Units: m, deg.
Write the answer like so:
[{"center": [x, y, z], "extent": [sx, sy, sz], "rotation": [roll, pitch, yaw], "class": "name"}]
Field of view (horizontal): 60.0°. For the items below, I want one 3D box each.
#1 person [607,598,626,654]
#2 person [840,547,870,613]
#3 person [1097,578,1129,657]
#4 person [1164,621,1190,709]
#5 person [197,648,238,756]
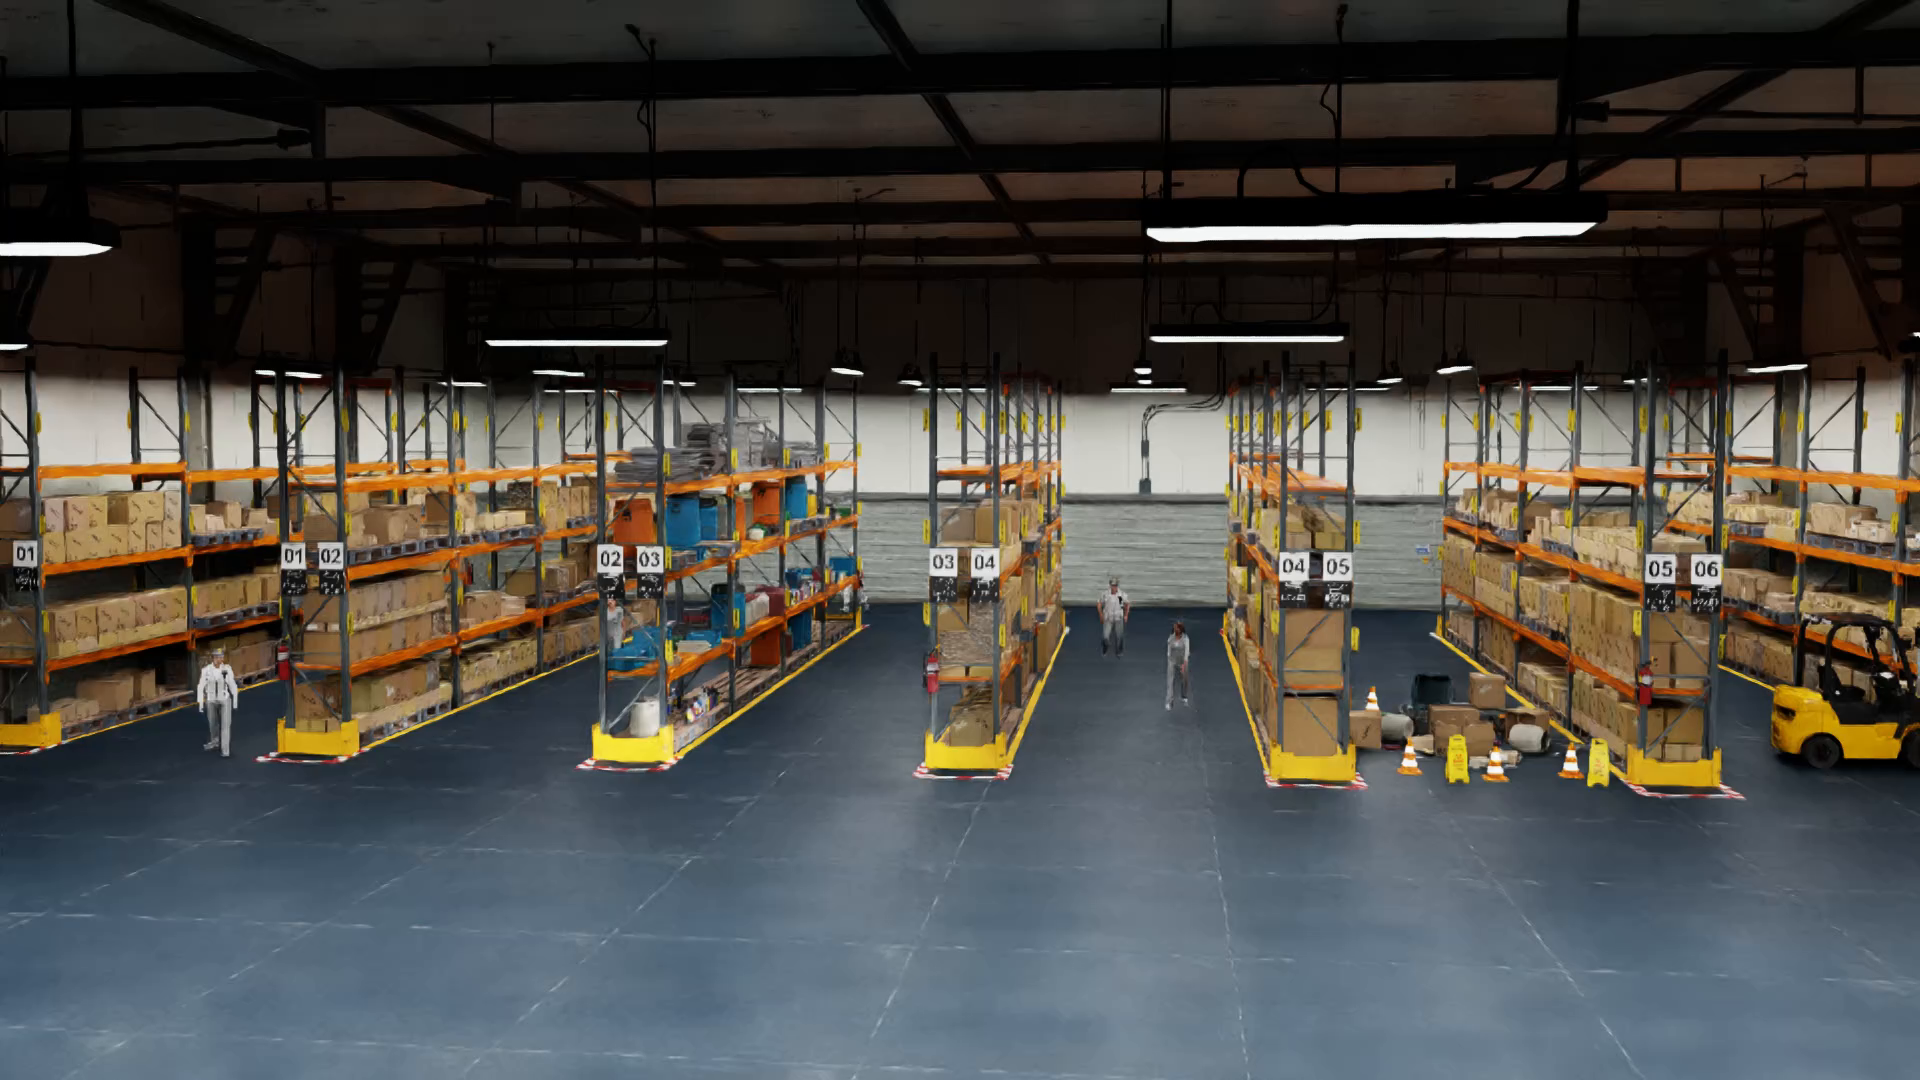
[{"center": [-6.890, 1.855, 32.959], "extent": [0.449, 1.583, 1.097], "rotation": [0, 4, 5], "class": "person"}, {"center": [-2.765, 1.044, 43.852], "extent": [0.596, 1.734, 0.987], "rotation": [2, 5, 27], "class": "person"}, {"center": [3.262, 1.649, 35.378], "extent": [0.682, 1.715, 0.536], "rotation": [0, 4, 5], "class": "person"}, {"center": [3.818, 2.168, 29.051], "extent": [0.406, 1.533, 0.961], "rotation": [1, 4, 16], "class": "person"}, {"center": [-11.189, 2.413, 25.071], "extent": [0.548, 1.628, 0.926], "rotation": [-1, 4, -17], "class": "person"}]
